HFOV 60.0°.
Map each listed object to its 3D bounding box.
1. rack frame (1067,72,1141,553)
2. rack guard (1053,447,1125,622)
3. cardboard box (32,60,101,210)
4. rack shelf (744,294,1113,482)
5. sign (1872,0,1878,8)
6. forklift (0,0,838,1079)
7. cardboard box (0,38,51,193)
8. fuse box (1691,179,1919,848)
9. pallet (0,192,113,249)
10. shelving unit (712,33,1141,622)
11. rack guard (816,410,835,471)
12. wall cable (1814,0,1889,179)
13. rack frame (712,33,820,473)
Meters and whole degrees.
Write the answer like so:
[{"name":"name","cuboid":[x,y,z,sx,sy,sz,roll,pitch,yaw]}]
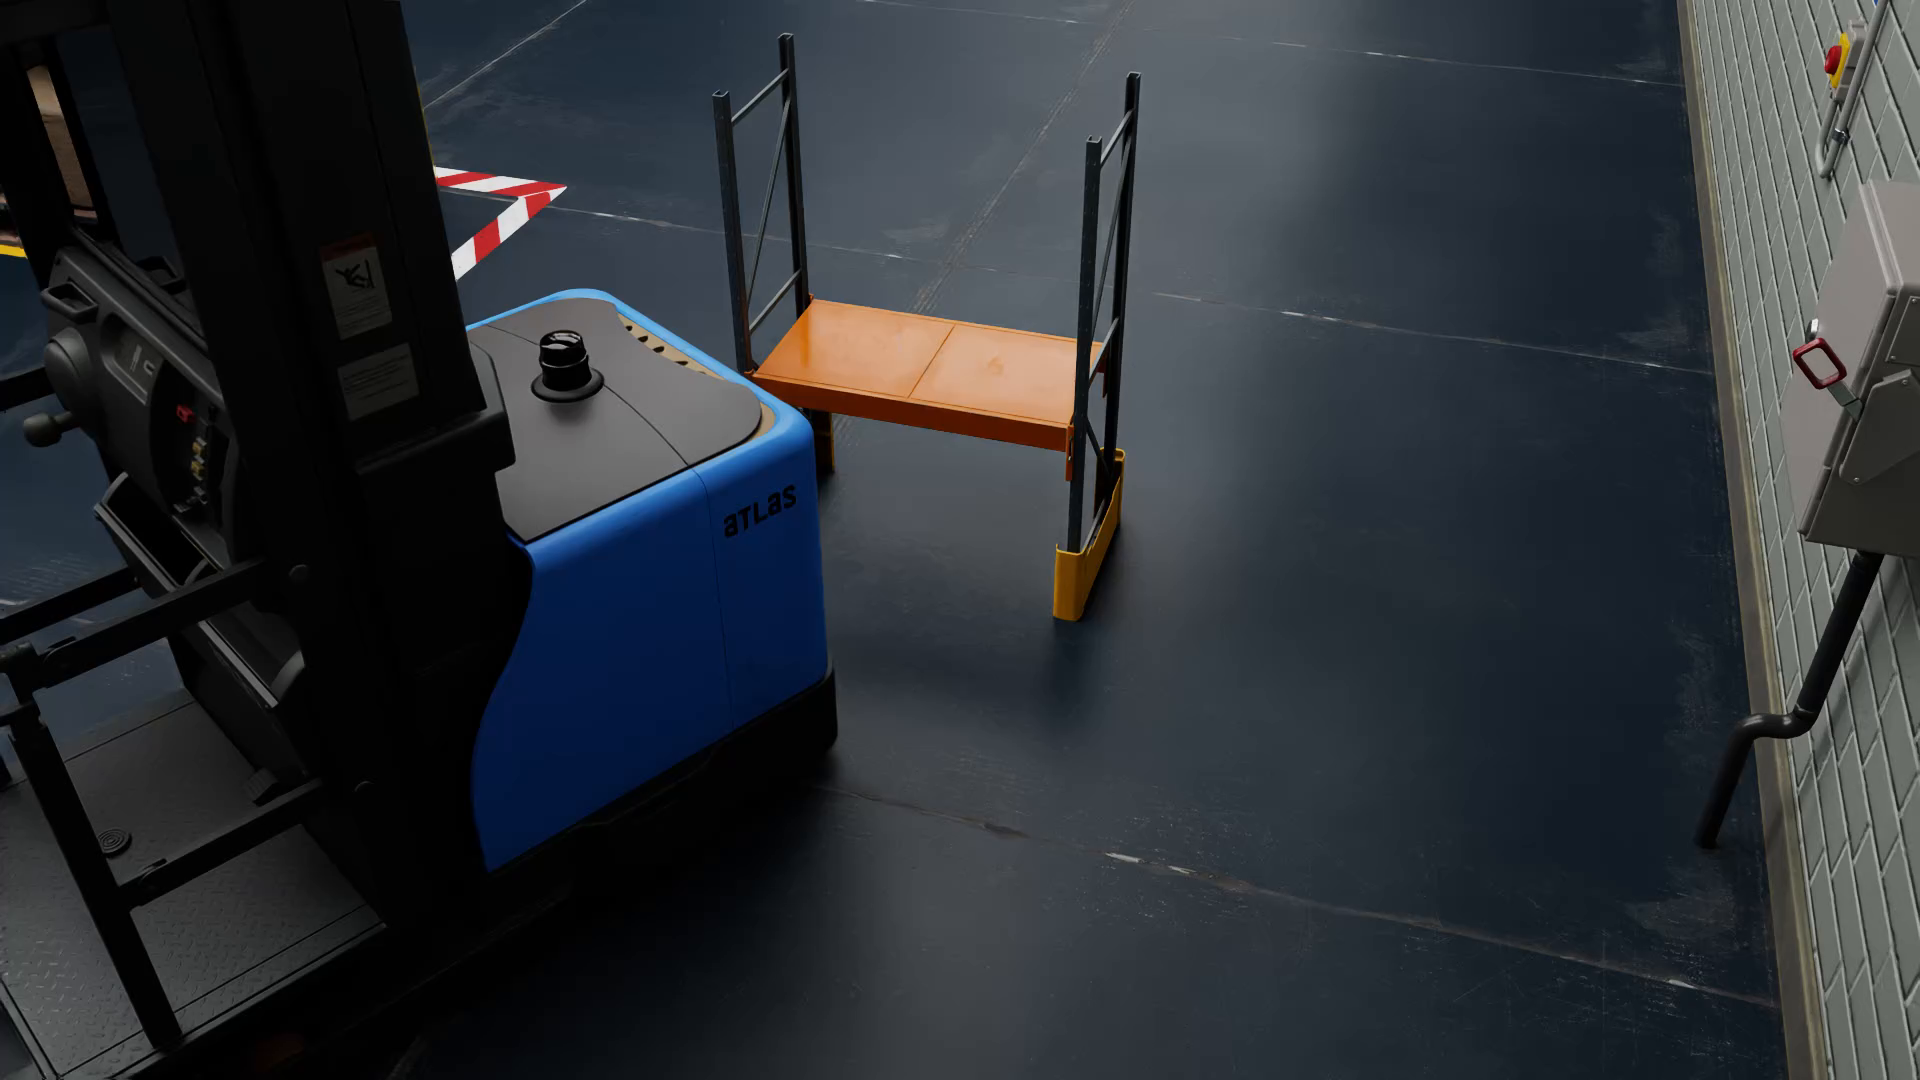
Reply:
[{"name":"rack frame","cuboid":[0.404,-0.529,4.783,0.032,1.500,0.500,10,38,14]},{"name":"rack guard","cuboid":[0.403,-0.026,5.153,0.087,0.250,0.587,10,38,14]},{"name":"cardboard box","cuboid":[-3.406,-1.768,7.008,0.875,0.438,0.875,9,37,12]},{"name":"rack shelf","cuboid":[-0.081,-0.474,5.011,1.000,0.185,0.538,10,38,14]},{"name":"sign","cuboid":[2.715,-1.713,4.897,0.001,0.218,0.327,10,38,14]},{"name":"forklift","cuboid":[-1.751,-0.210,3.141,3.031,2.935,1.130,-29,45,-33]},{"name":"cardboard box","cuboid":[-4.282,-1.925,7.221,0.875,0.438,0.875,11,38,15]},{"name":"fuse box","cuboid":[1.877,0.094,3.757,0.414,1.711,0.539,10,38,14]},{"name":"pallet","cuboid":[-3.533,-1.545,7.250,1.213,0.211,1.003,10,38,14]},{"name":"shelving unit","cuboid":[-0.073,-0.618,4.902,1.083,1.500,0.587,10,38,14]},{"name":"rack guard","cuboid":[-0.548,-0.202,5.392,0.087,0.250,0.587,10,38,14]},{"name":"wall cable","cuboid":[2.643,-2.009,4.645,0.123,1.953,0.585,10,38,14]},{"name":"rack frame","cuboid":[-0.567,-0.709,5.027,0.032,1.500,0.500,10,38,14]}]
